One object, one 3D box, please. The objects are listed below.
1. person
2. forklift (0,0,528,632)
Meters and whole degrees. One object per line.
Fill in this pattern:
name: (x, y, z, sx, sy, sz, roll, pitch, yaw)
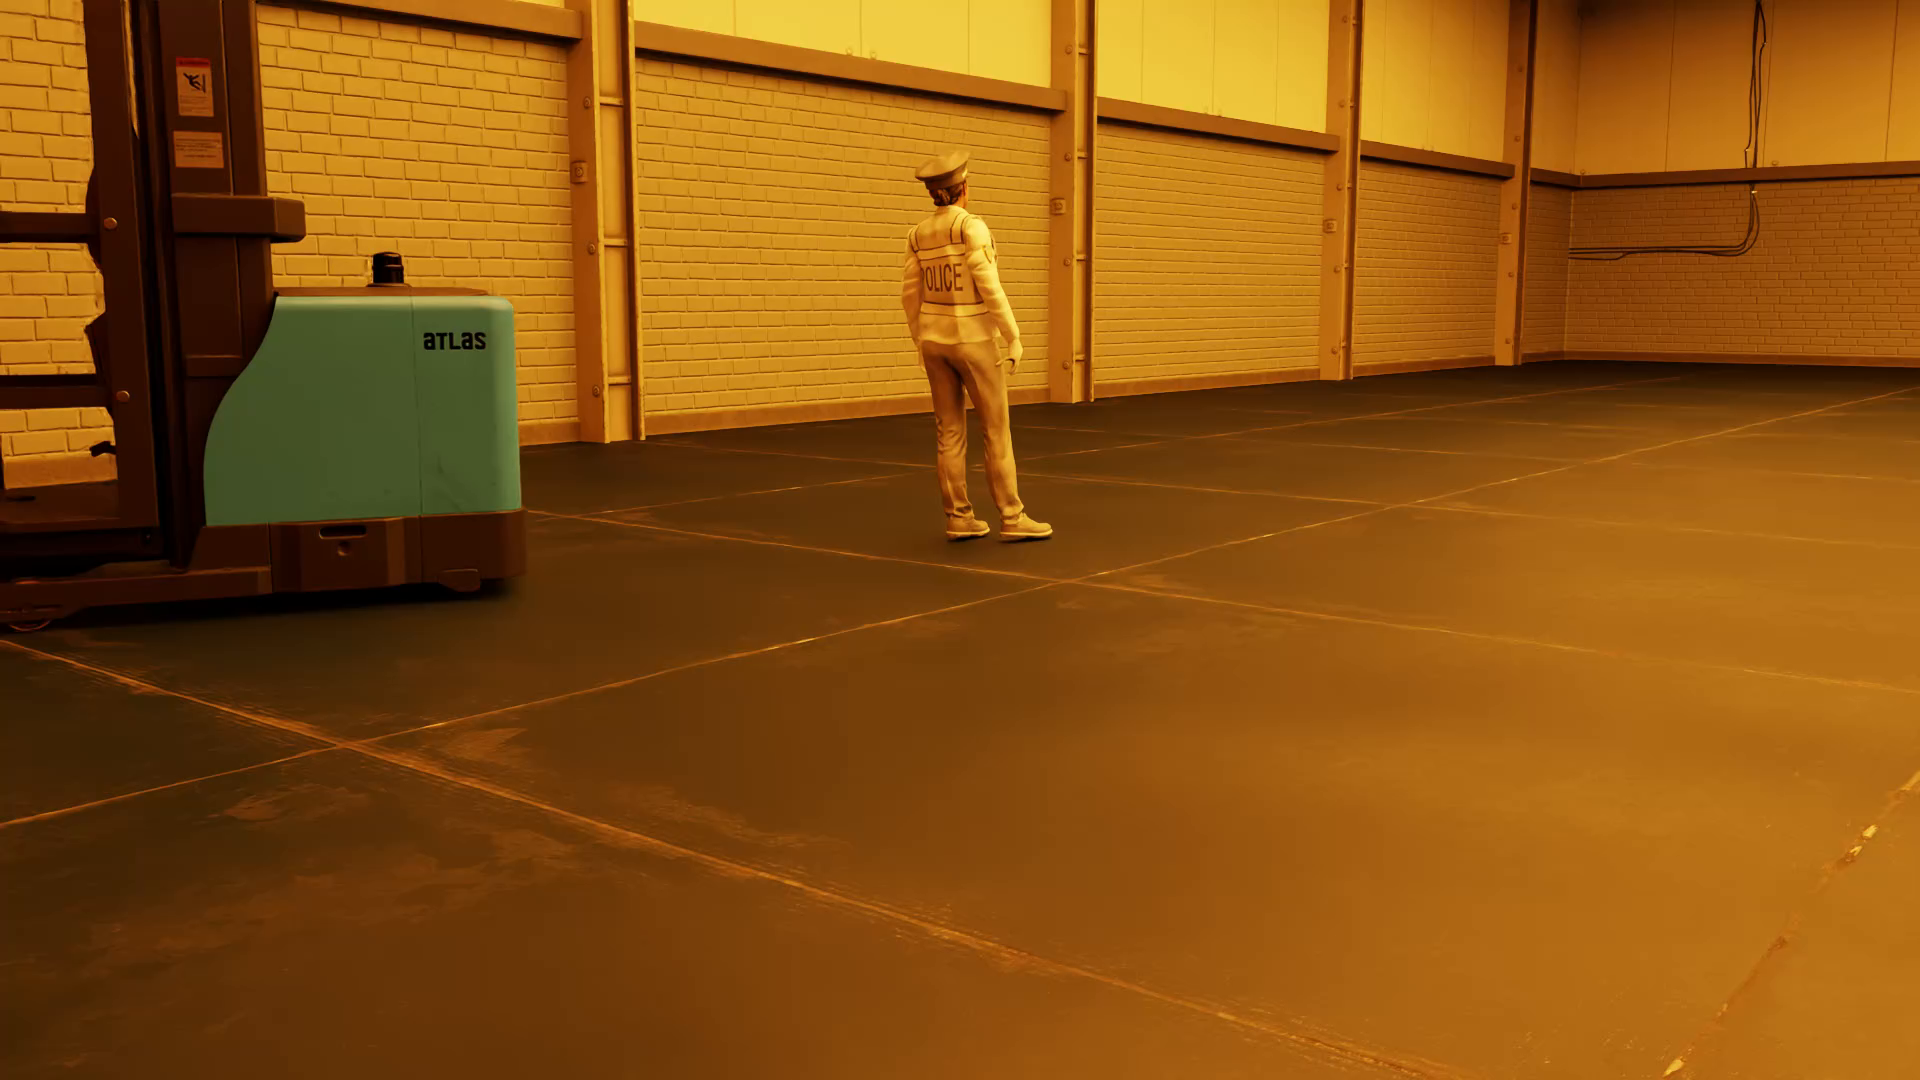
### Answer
person: (0.048, -0.852, 7.330, 0.587, 1.695, 0.531, 7, 11, 38)
forklift: (-3.145, -1.229, 5.683, 3.031, 2.935, 1.130, -4, 9, -24)
